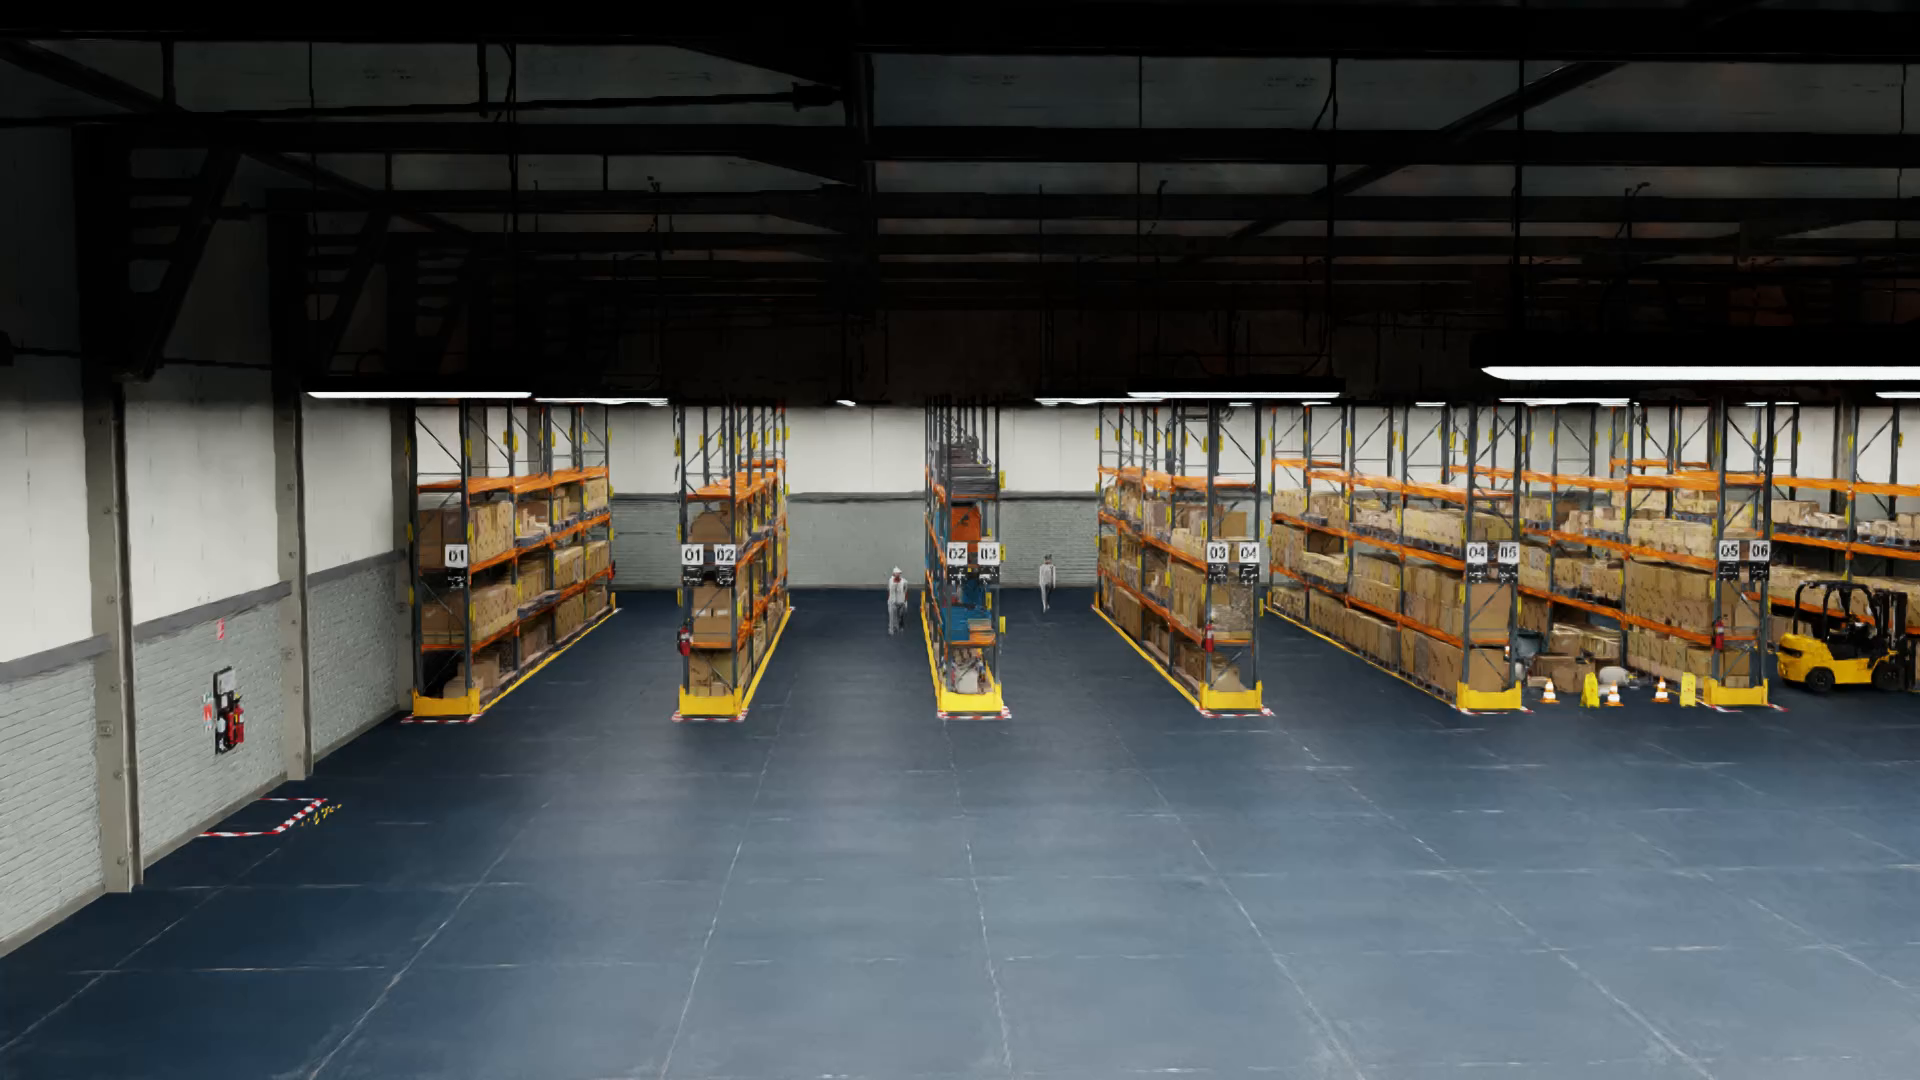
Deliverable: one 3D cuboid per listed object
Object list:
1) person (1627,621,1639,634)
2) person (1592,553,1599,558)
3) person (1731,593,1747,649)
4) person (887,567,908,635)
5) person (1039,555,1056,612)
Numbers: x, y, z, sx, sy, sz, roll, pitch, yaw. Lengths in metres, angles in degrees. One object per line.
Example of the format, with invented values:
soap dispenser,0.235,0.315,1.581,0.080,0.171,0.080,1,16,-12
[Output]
person,16.508,1.612,40.829,0.501,1.758,0.588,2,5,27
person,17.817,1.180,46.859,0.493,1.659,0.644,0,5,-6
person,16.662,2.011,35.693,0.550,1.763,0.678,2,5,23
person,-1.586,1.532,42.032,0.569,1.703,1.117,0,5,1
person,2.484,1.201,46.989,0.488,1.584,1.089,0,5,-5
